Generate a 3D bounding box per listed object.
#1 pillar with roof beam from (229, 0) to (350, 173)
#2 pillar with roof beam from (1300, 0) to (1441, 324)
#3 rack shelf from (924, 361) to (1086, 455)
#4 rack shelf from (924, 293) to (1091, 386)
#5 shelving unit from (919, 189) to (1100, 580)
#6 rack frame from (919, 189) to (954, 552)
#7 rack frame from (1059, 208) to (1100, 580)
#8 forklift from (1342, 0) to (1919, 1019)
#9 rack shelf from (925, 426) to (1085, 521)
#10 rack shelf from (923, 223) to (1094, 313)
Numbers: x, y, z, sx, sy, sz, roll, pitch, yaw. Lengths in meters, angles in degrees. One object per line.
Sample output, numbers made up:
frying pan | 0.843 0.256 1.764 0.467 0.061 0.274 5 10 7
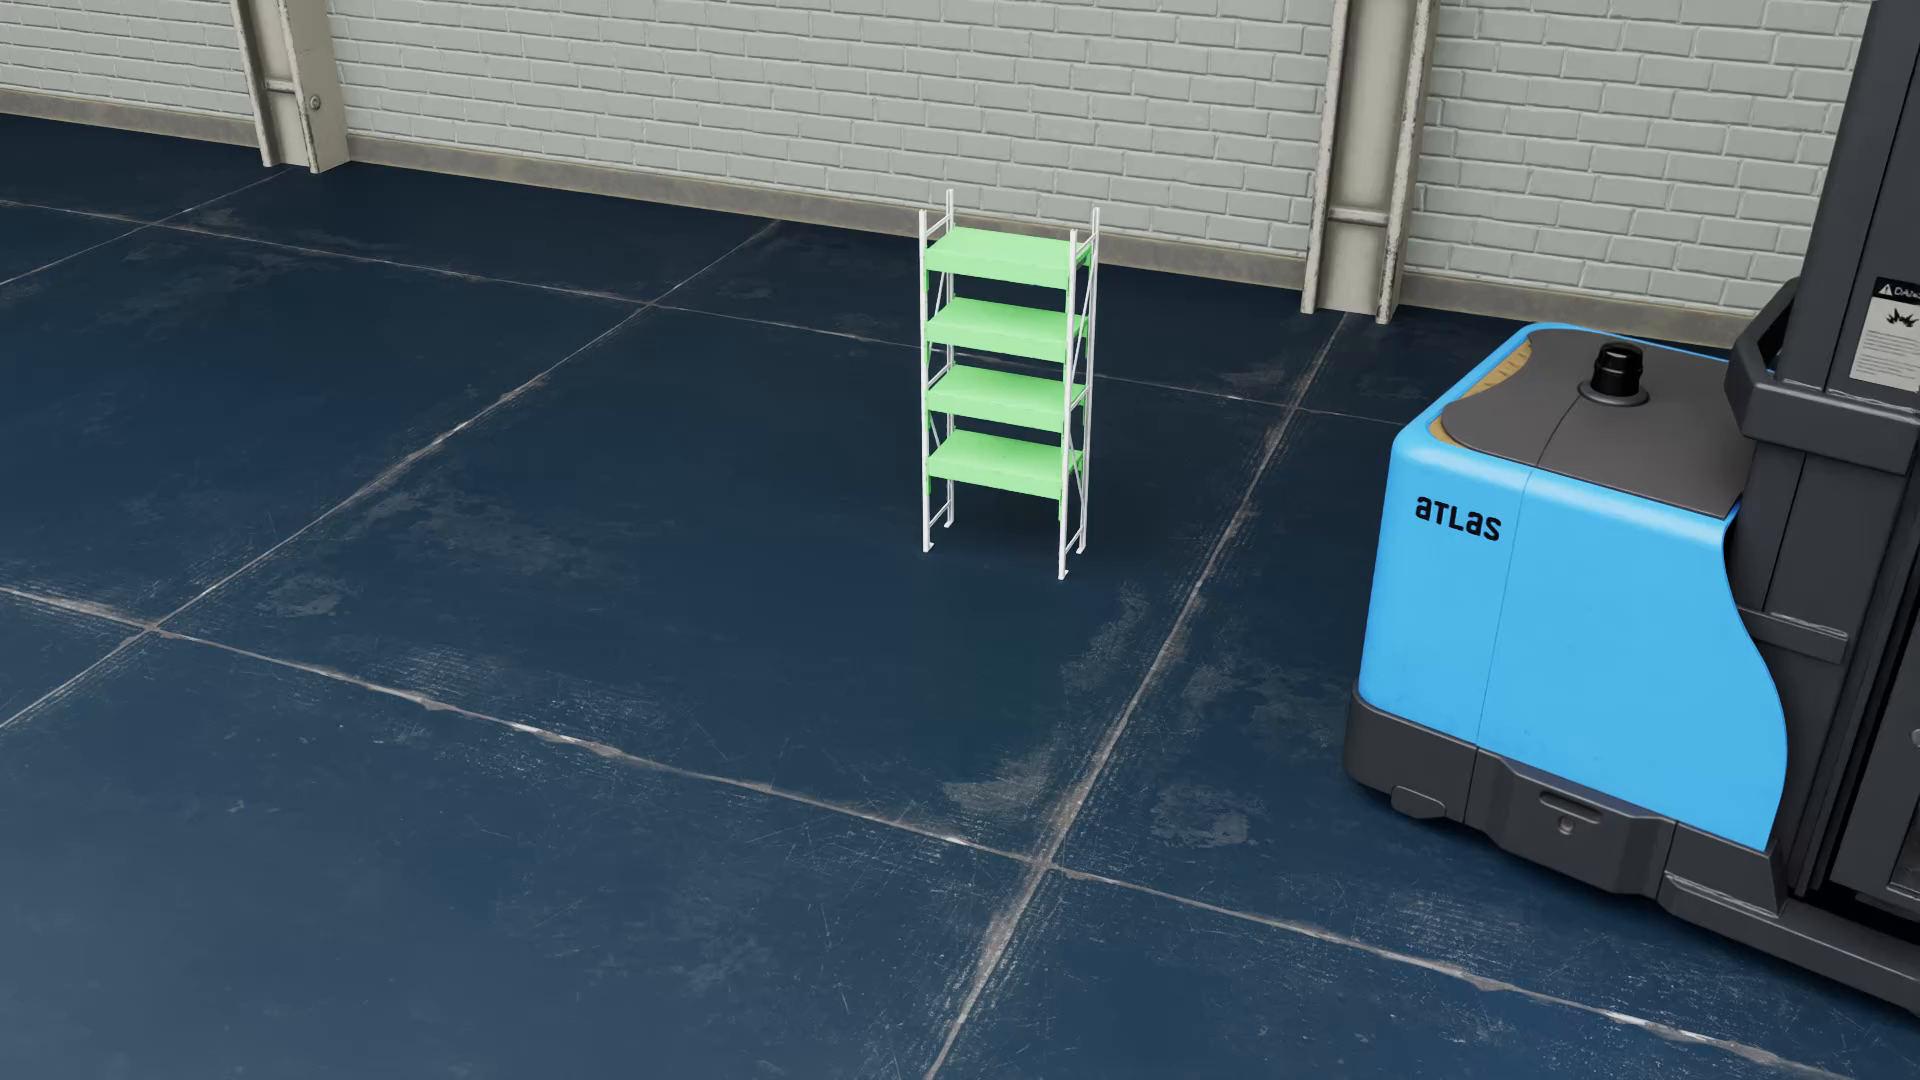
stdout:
pillar with roof beam | -5.384 -4.138 3.926 0.400 9.000 9.100 11 31 19
pillar with roof beam | 0.176 -3.028 1.963 0.400 9.000 9.100 11 31 19
rack shelf | 0.153 -0.436 5.432 0.480 0.148 0.258 11 31 19
rack shelf | 0.153 -0.645 5.314 0.480 0.148 0.258 11 31 19
shelving unit | 0.153 -0.492 5.401 0.503 1.200 0.258 11 31 19
rack frame | -0.073 -0.537 5.480 0.015 1.200 0.240 11 31 19
rack frame | 0.379 -0.447 5.321 0.015 1.200 0.240 11 31 19
forklift | 2.526 -0.352 3.394 3.031 2.935 1.130 20 35 31
rack shelf | 0.153 -0.227 5.550 0.480 0.148 0.258 11 31 19
rack shelf | 0.153 -0.854 5.196 0.480 0.148 0.258 11 31 19
